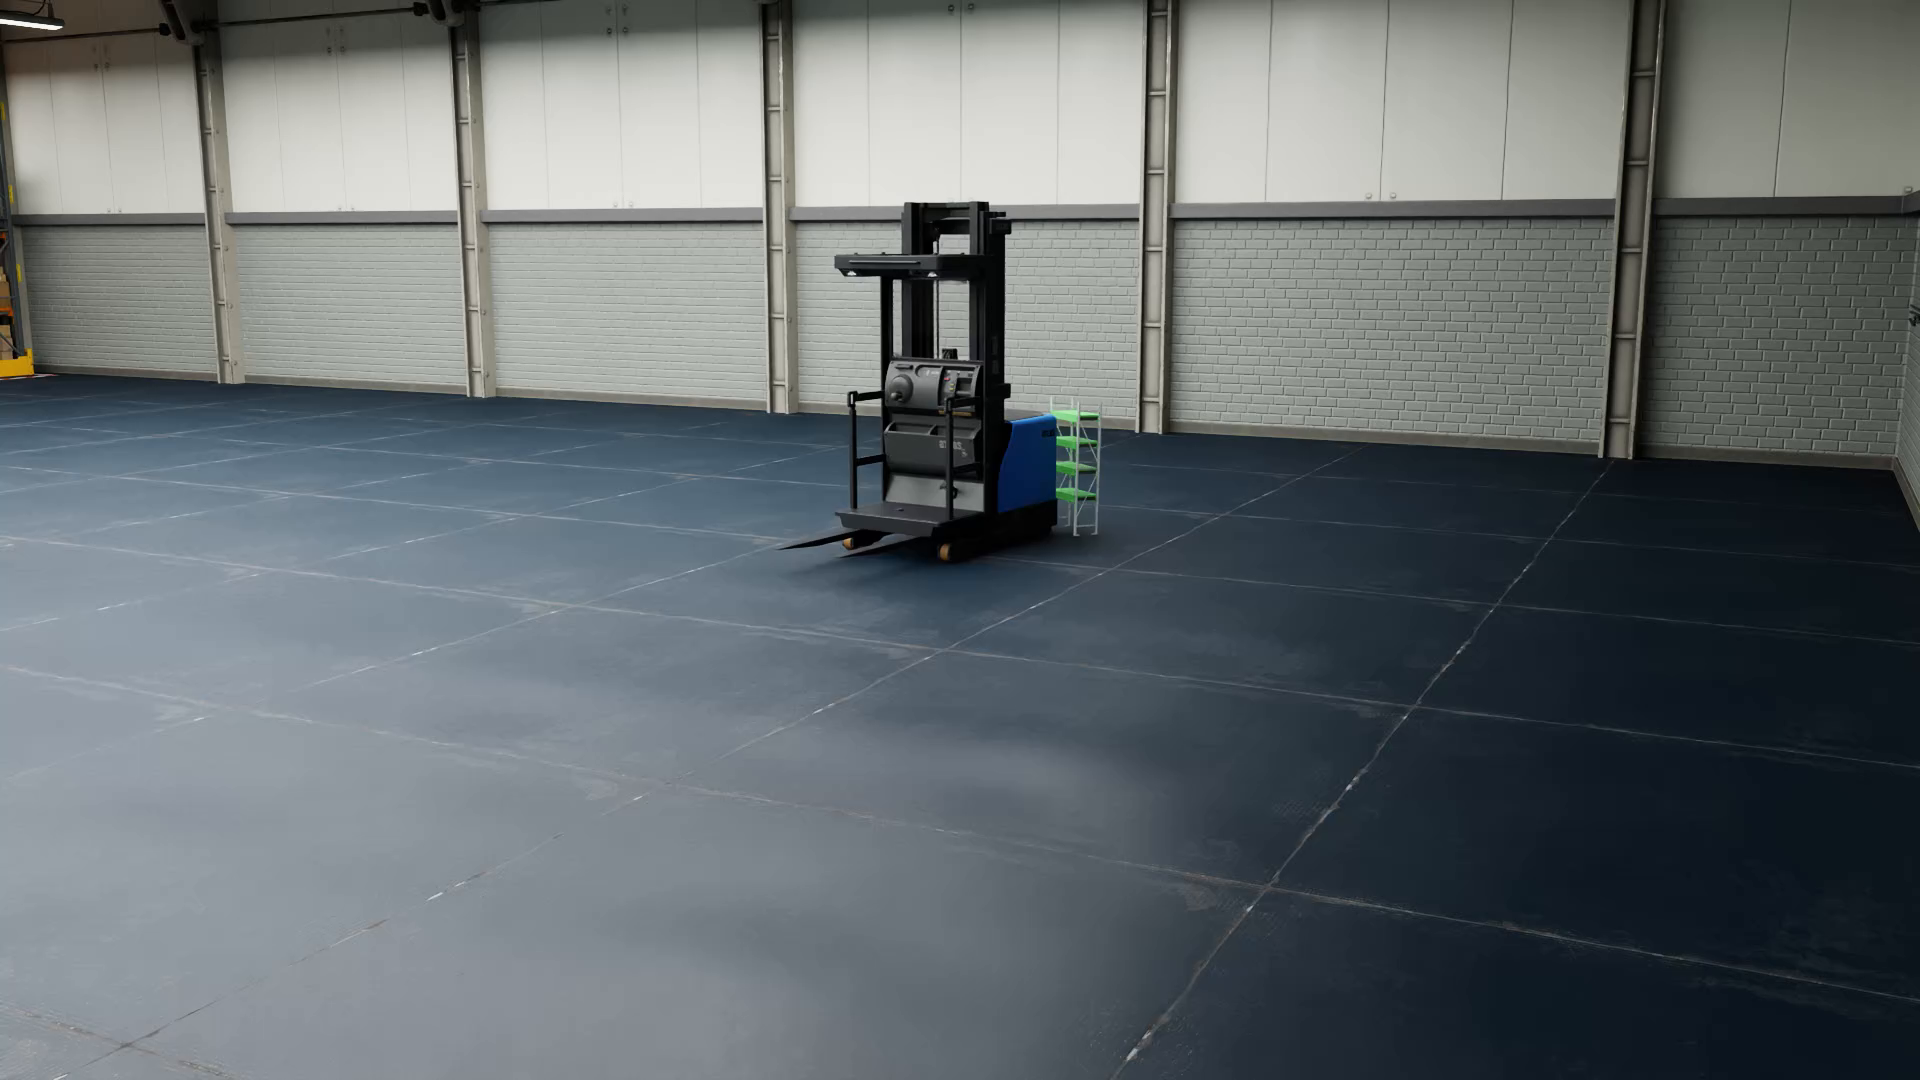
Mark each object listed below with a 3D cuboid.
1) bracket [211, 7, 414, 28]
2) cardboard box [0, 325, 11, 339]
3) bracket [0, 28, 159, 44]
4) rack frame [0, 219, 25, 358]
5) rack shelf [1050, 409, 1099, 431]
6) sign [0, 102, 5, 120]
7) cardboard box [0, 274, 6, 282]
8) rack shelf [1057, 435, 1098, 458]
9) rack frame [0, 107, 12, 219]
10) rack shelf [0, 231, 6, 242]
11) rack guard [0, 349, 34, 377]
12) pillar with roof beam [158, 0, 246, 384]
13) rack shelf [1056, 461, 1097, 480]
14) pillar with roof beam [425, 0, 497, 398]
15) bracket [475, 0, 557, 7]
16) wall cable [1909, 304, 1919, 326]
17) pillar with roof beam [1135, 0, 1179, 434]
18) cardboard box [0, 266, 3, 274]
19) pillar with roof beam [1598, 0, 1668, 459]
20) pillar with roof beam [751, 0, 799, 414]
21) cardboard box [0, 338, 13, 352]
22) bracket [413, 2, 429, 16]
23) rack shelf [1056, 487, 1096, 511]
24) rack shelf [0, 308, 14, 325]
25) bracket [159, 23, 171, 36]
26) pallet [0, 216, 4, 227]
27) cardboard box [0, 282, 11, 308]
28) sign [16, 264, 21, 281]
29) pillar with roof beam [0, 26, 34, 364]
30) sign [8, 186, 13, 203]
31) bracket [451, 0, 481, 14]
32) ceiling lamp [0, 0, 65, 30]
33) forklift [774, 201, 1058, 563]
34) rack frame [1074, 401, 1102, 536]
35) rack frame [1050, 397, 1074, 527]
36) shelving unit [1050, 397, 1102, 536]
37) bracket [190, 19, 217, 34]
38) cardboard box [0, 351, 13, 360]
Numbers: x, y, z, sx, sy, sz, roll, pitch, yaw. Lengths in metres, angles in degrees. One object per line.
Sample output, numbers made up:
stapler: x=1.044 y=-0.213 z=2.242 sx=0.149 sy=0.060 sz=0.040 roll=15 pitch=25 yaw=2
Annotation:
bracket: x=-10.942 y=-8.815 z=28.062 sx=4.783 sy=0.066 sz=0.076 roll=5 pitch=11 yaw=26
cardboard box: x=-18.986 y=-4.073 z=32.548 sx=0.500 sy=0.250 sz=0.500 roll=5 pitch=11 yaw=25
bracket: x=-16.323 y=-9.288 z=30.674 sx=4.783 sy=0.066 sz=0.076 roll=5 pitch=11 yaw=26
rack frame: x=-18.638 y=-4.660 z=32.054 sx=0.127 sy=3.000 sz=1.000 roll=5 pitch=11 yaw=26
rack shelf: x=1.042 y=-1.086 z=15.010 sx=0.258 sy=0.148 sz=0.480 roll=-4 pitch=11 yaw=-26
sign: x=-18.387 y=-8.237 z=31.909 sx=0.005 sy=0.325 sz=0.100 roll=5 pitch=11 yaw=26
cardboard box: x=-18.828 y=-5.096 z=32.364 sx=0.250 sy=0.149 sz=0.380 roll=5 pitch=11 yaw=24
rack shelf: x=1.037 y=-0.850 z=15.051 sx=0.258 sy=0.148 sz=0.480 roll=-4 pitch=11 yaw=-26
rack frame: x=-18.638 y=-7.612 z=31.519 sx=0.127 sy=3.000 sz=1.000 roll=5 pitch=11 yaw=26
rack shelf: x=-20.432 y=-5.939 z=32.721 sx=4.000 sy=0.370 sz=1.077 roll=5 pitch=11 yaw=26
rack guard: x=-18.617 y=-3.428 z=32.266 sx=0.348 sy=0.500 sz=1.175 roll=5 pitch=11 yaw=26
pillar with roof beam: x=-15.388 y=-6.650 z=26.207 sx=0.548 sy=9.000 sz=9.100 roll=5 pitch=11 yaw=26
rack shelf: x=1.032 y=-0.613 z=15.091 sx=0.258 sy=0.148 sz=0.480 roll=-4 pitch=11 yaw=-26
pillar with roof beam: x=-10.007 y=-6.177 z=23.594 sx=0.548 sy=9.000 sz=9.100 roll=5 pitch=11 yaw=26
bracket: x=-5.562 y=-8.342 z=25.449 sx=4.783 sy=0.066 sz=0.076 roll=5 pitch=11 yaw=26
wall cable: x=10.096 y=-3.475 z=17.383 sx=0.112 sy=2.526 sz=3.097 roll=5 pitch=11 yaw=26
pillar with roof beam: x=0.754 y=-5.232 z=18.369 sx=0.400 sy=9.000 sz=9.100 roll=5 pitch=11 yaw=26
cardboard box: x=-18.845 y=-5.235 z=32.295 sx=0.250 sy=0.149 sz=0.380 roll=5 pitch=11 yaw=25
pillar with roof beam: x=6.135 y=-4.759 z=15.757 sx=0.400 sy=9.000 sz=9.100 roll=5 pitch=11 yaw=26
pillar with roof beam: x=-4.627 y=-5.705 z=20.982 sx=0.548 sy=9.000 sz=9.100 roll=5 pitch=11 yaw=26
cardboard box: x=-18.968 y=-3.829 z=32.605 sx=0.500 sy=0.250 sz=0.500 roll=5 pitch=12 yaw=27
bracket: x=-8.632 y=-8.612 z=26.940 sx=0.430 sy=0.232 sz=0.235 roll=5 pitch=11 yaw=26
rack shelf: x=1.027 y=-0.377 z=15.132 sx=0.258 sy=0.148 sz=0.480 roll=-4 pitch=11 yaw=-26
rack shelf: x=-20.432 y=-4.463 z=32.989 sx=4.000 sy=0.370 sz=1.077 roll=5 pitch=11 yaw=26
bracket: x=-14.013 y=-9.085 z=29.552 sx=0.430 sy=0.232 sz=0.235 roll=5 pitch=11 yaw=26
pallet: x=-19.261 y=-6.152 z=32.125 sx=1.213 sy=0.211 sz=1.003 roll=5 pitch=11 yaw=26
cardboard box: x=-18.960 y=-4.792 z=32.506 sx=0.500 sy=0.500 sz=0.500 roll=5 pitch=12 yaw=28
sign: x=-18.387 y=-5.213 z=32.457 sx=0.005 sy=0.325 sz=0.100 roll=5 pitch=11 yaw=26
pillar with roof beam: x=-20.769 y=-7.123 z=28.819 sx=0.400 sy=9.000 sz=9.100 roll=5 pitch=11 yaw=26
sign: x=-18.387 y=-6.693 z=32.189 sx=0.005 sy=0.325 sz=0.100 roll=5 pitch=11 yaw=26
bracket: x=-7.887 y=-8.547 z=26.579 sx=0.430 sy=0.232 sz=0.235 roll=5 pitch=11 yaw=26
ceiling lamp: x=-14.261 y=-9.335 z=24.652 sx=0.800 sy=3.185 sz=2.000 roll=5 pitch=11 yaw=26
forklift: x=-0.350 y=-1.349 z=13.953 sx=1.130 sy=2.935 sz=3.031 roll=7 pitch=12 yaw=33
rack frame: x=1.142 y=-0.637 z=14.865 sx=0.240 sy=1.200 sz=0.015 roll=-4 pitch=11 yaw=-26
rack frame: x=0.925 y=-0.715 z=15.296 sx=0.240 sy=1.200 sz=0.015 roll=-4 pitch=11 yaw=-26
shelving unit: x=1.034 y=-0.676 z=15.081 sx=0.258 sy=1.200 sz=0.503 roll=-4 pitch=11 yaw=-26
bracket: x=-13.268 y=-9.020 z=29.191 sx=0.430 sy=0.232 sz=0.235 roll=5 pitch=11 yaw=26
cardboard box: x=-18.992 y=-3.583 z=32.648 sx=0.500 sy=0.250 sz=0.500 roll=5 pitch=11 yaw=26
